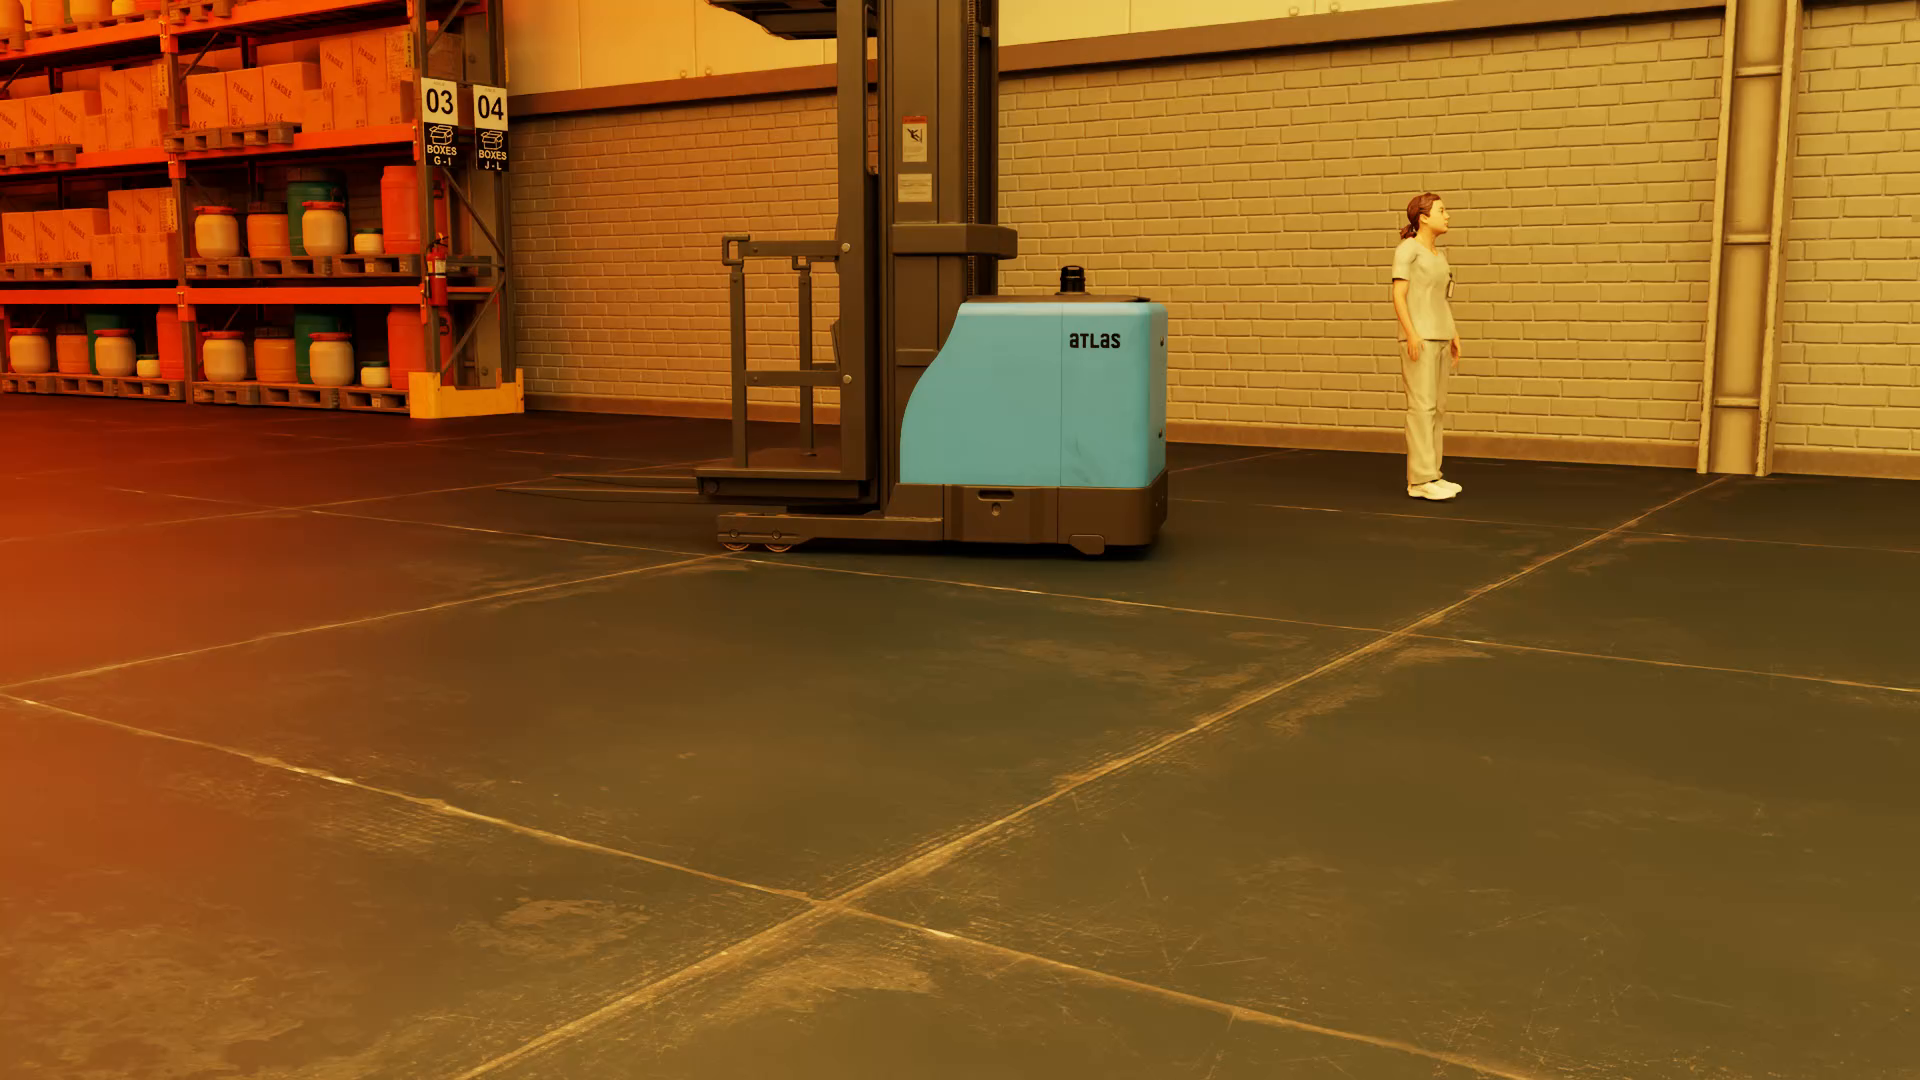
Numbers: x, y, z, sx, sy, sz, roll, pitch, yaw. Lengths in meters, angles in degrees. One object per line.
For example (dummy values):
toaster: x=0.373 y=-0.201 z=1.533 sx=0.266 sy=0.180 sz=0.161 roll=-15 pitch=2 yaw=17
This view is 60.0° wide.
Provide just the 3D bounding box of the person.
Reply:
person: x=2.651 y=-1.040 z=9.251 sx=0.549 sy=1.582 sz=0.551 roll=-8 pitch=11 yaw=-44

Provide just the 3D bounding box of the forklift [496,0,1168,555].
forklift: x=-0.596 y=-1.469 z=7.520 sx=3.031 sy=2.935 sz=1.130 roll=2 pitch=8 yaw=12
